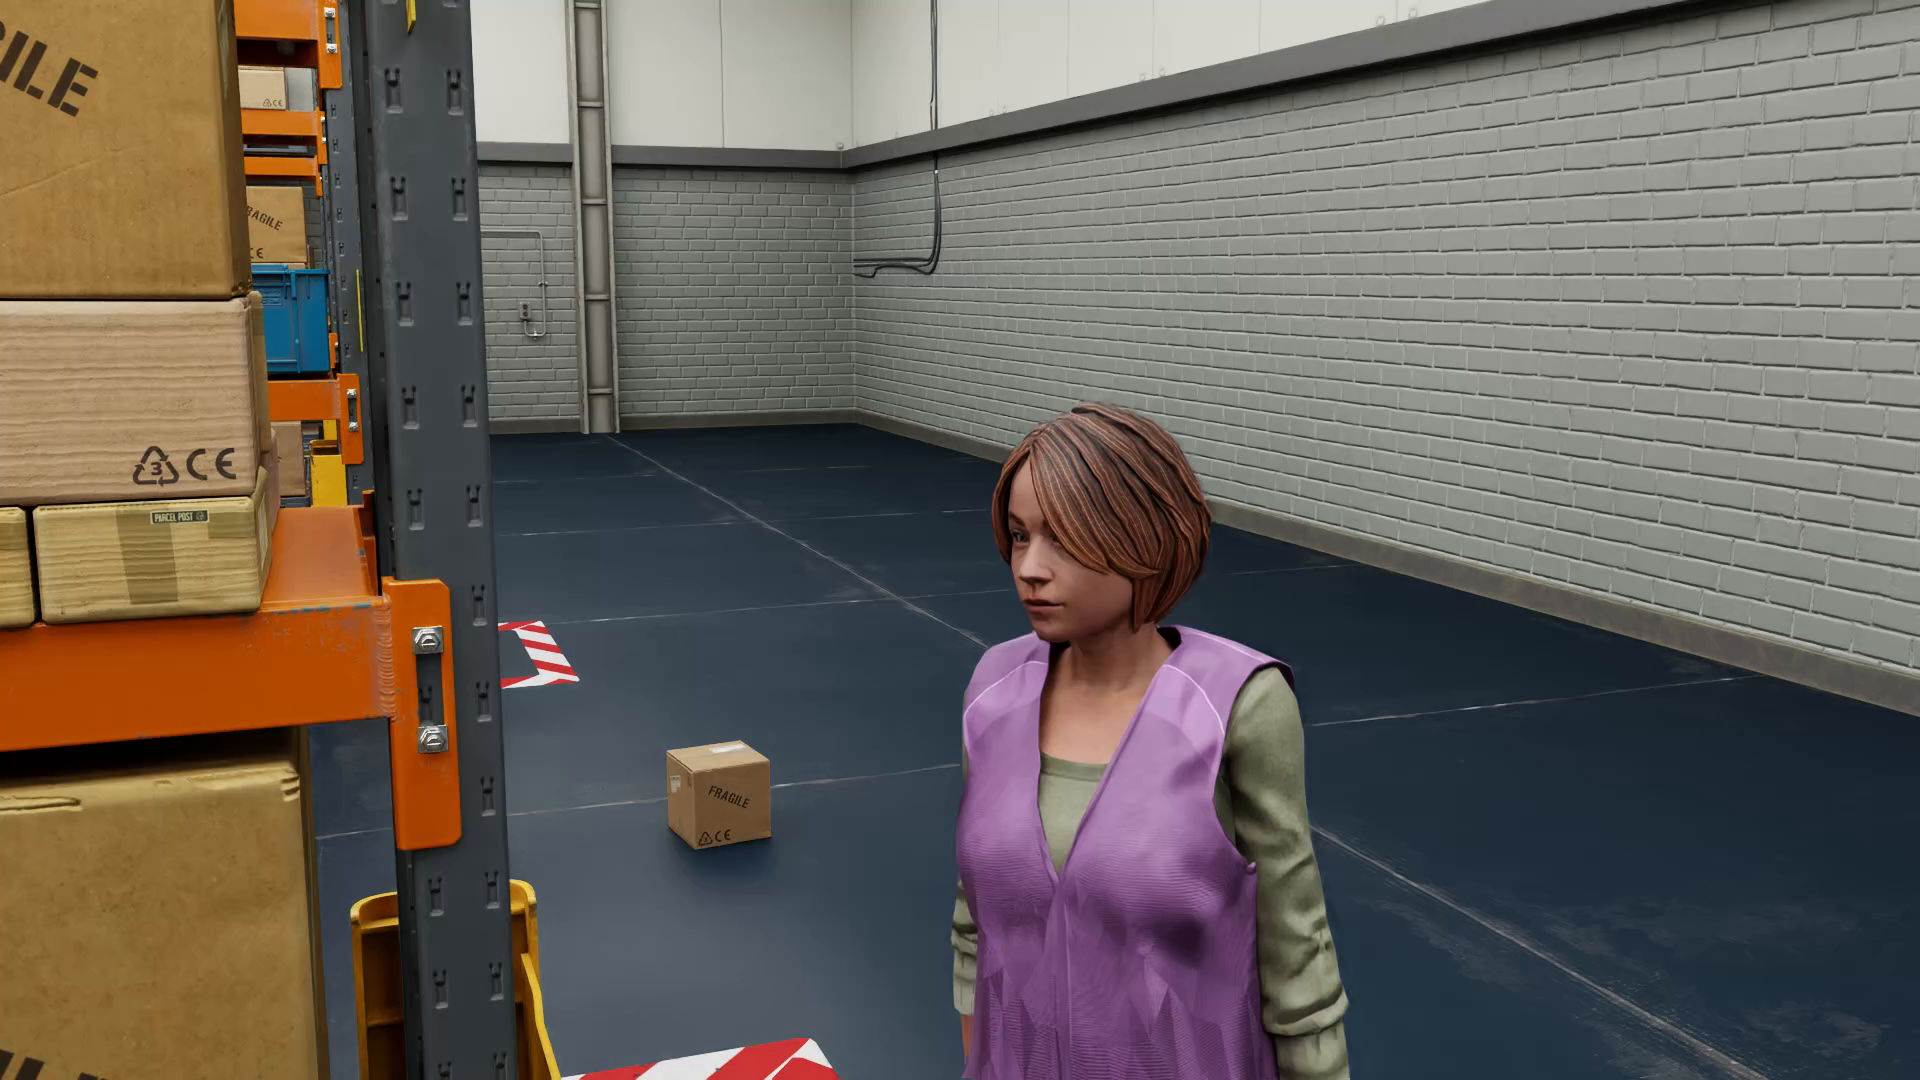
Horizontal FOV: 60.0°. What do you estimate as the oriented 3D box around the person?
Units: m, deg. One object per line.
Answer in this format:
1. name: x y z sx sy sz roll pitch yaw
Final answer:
1. person: 0.208 0.645 1.743 0.465 1.580 0.600 6 11 33
